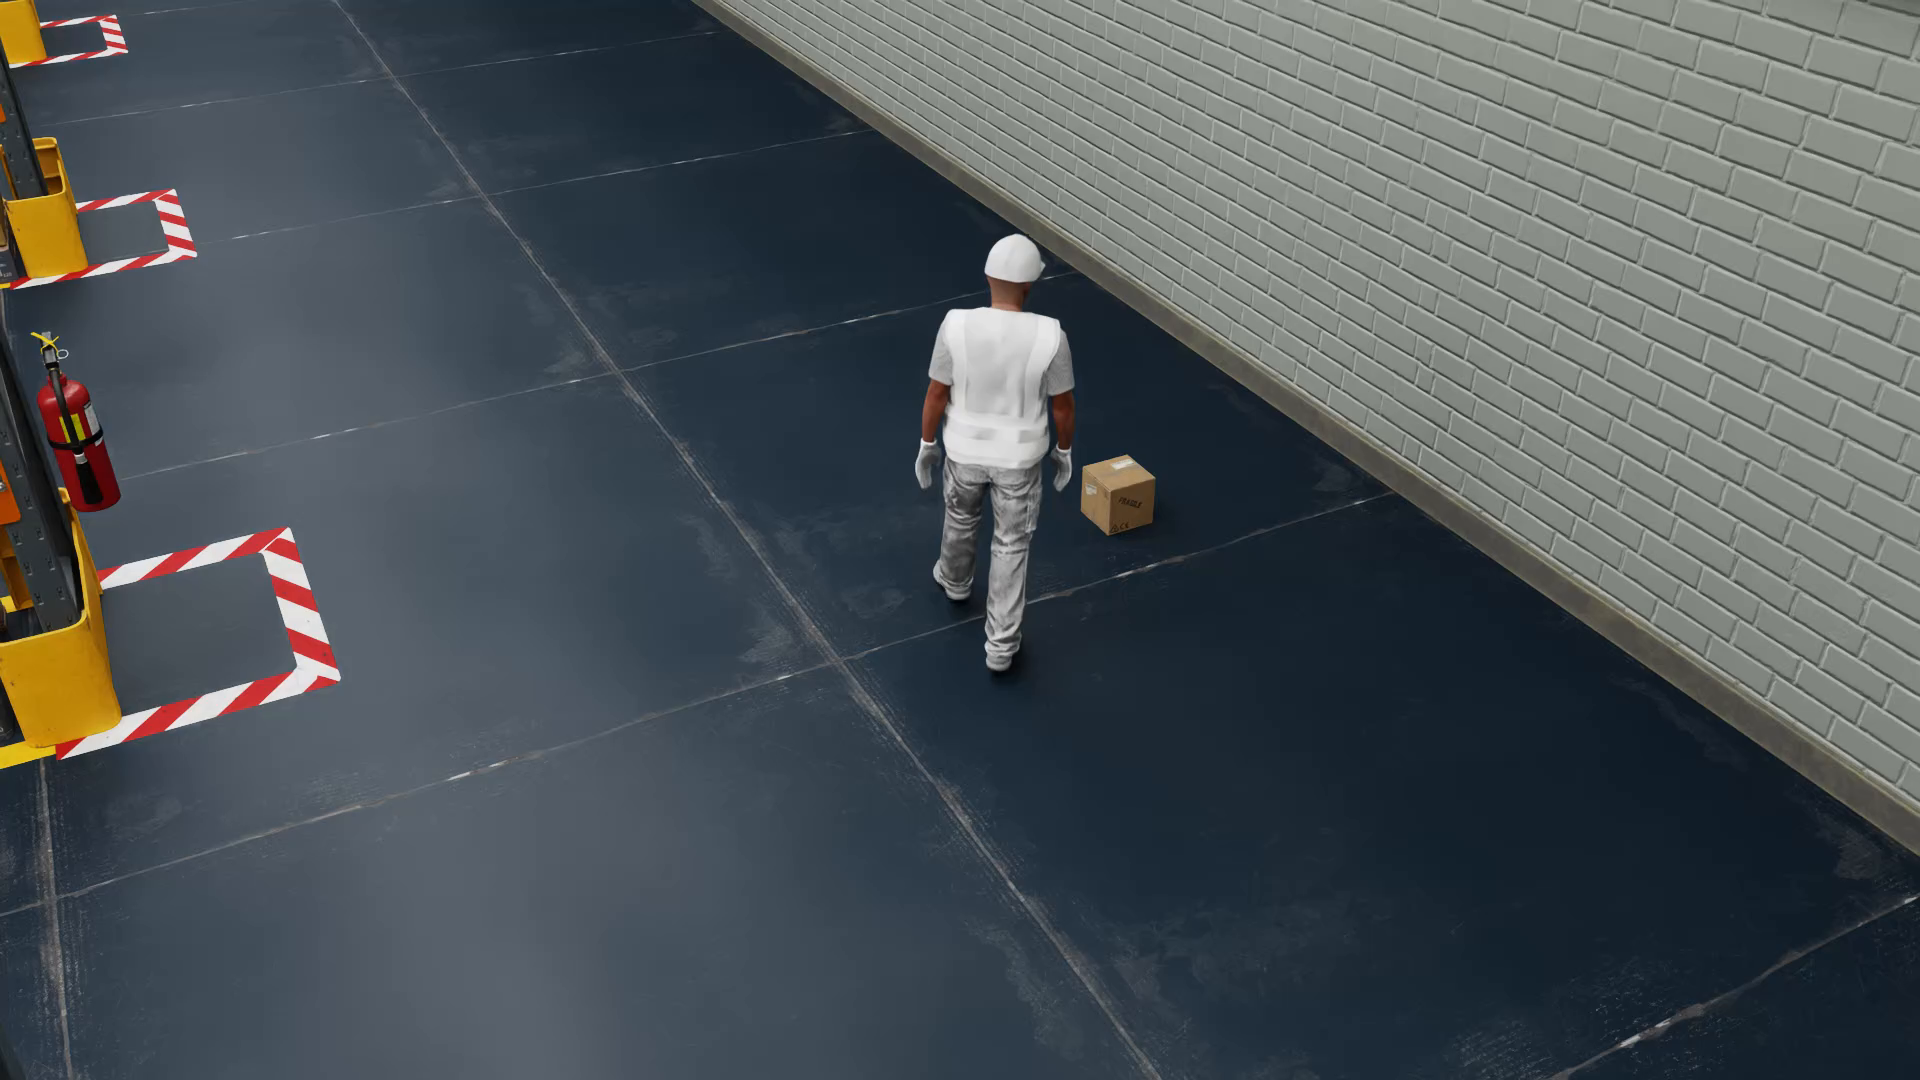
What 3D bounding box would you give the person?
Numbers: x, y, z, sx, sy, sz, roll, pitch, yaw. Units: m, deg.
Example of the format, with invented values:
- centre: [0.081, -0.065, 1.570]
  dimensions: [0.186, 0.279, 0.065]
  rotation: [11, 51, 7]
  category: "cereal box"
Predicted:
- centre: [0.144, -0.395, 6.713]
  dimensions: [0.643, 1.753, 0.767]
  rotation: [6, 33, 9]
  category: "person"
